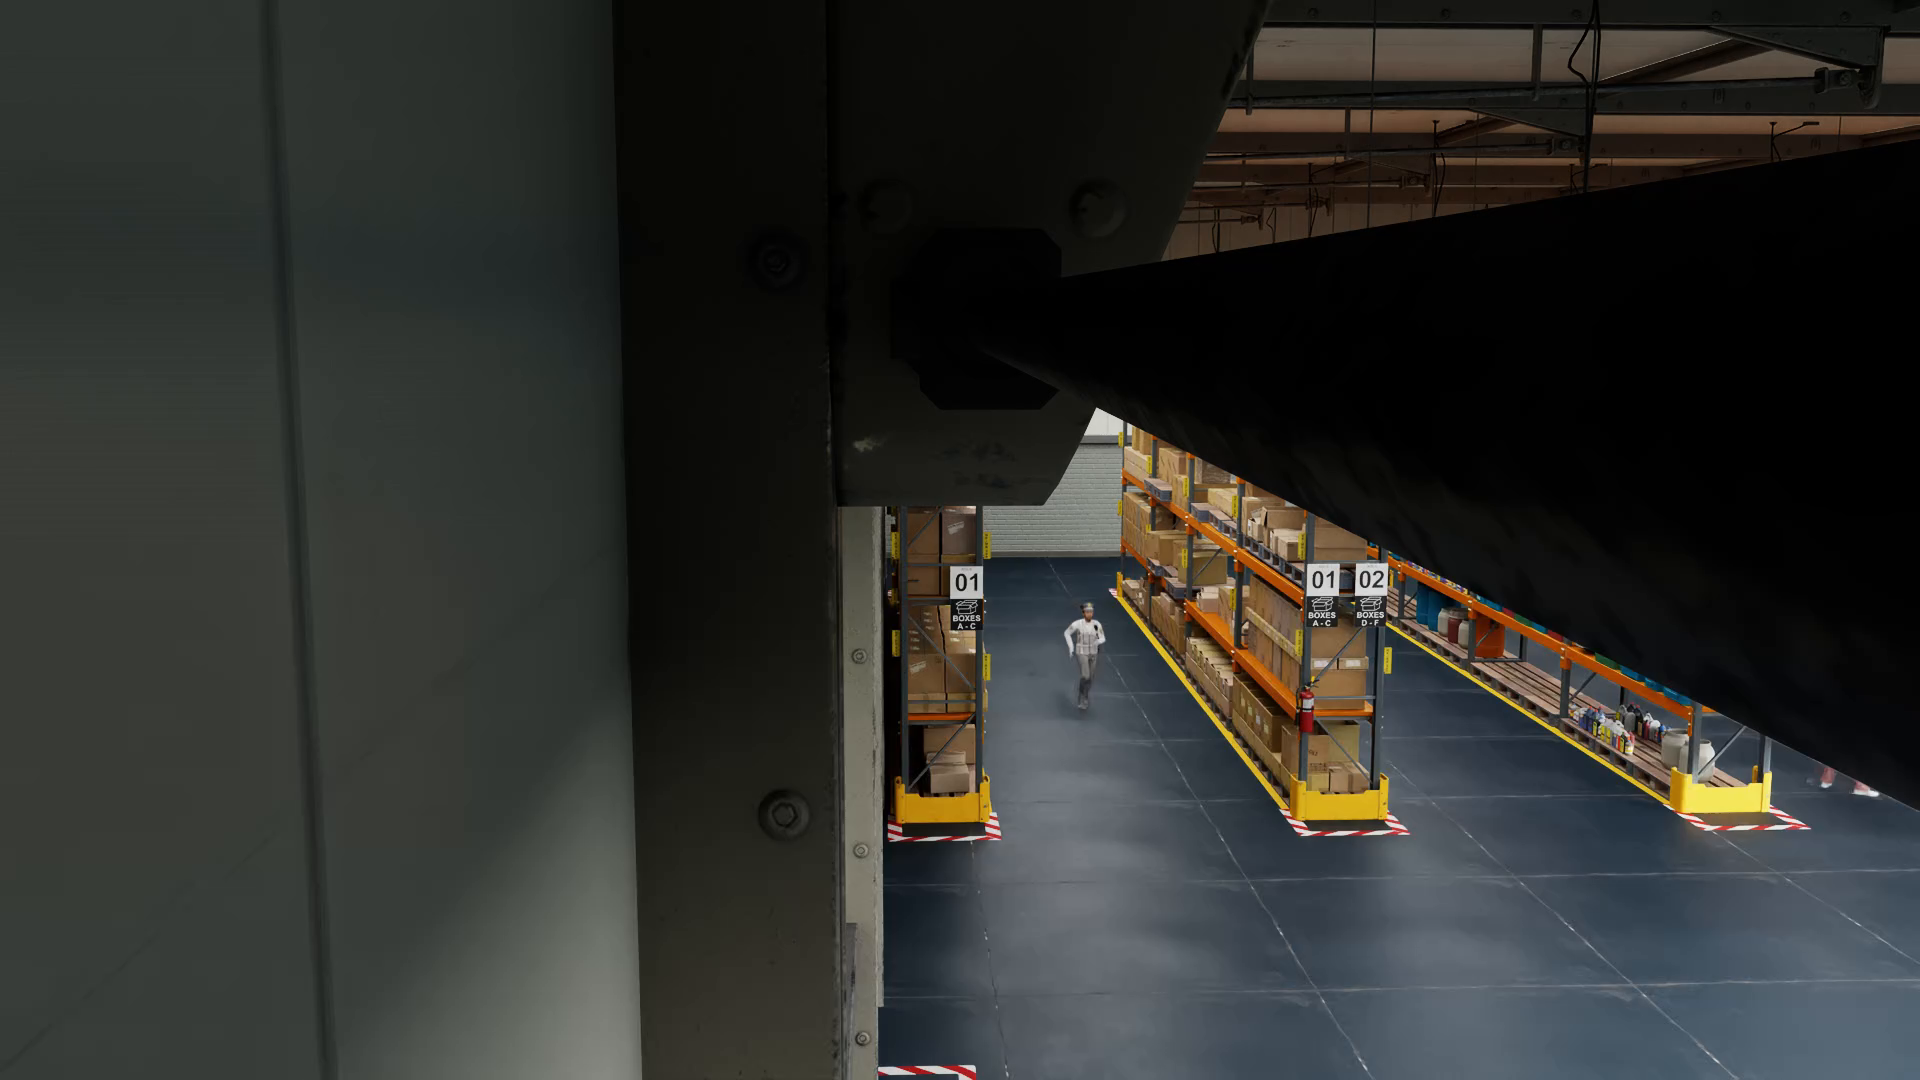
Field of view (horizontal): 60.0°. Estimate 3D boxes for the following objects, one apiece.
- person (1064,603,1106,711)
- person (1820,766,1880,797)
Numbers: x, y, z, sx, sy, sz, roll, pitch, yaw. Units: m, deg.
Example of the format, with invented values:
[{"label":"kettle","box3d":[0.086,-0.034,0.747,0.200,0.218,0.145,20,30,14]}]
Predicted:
[{"label":"person","box3d":[2.001,1.830,26.163,0.570,1.718,0.685,-3,8,-18]},{"label":"person","box3d":[11.720,2.511,21.685,0.773,1.612,0.647,0,8,2]}]
